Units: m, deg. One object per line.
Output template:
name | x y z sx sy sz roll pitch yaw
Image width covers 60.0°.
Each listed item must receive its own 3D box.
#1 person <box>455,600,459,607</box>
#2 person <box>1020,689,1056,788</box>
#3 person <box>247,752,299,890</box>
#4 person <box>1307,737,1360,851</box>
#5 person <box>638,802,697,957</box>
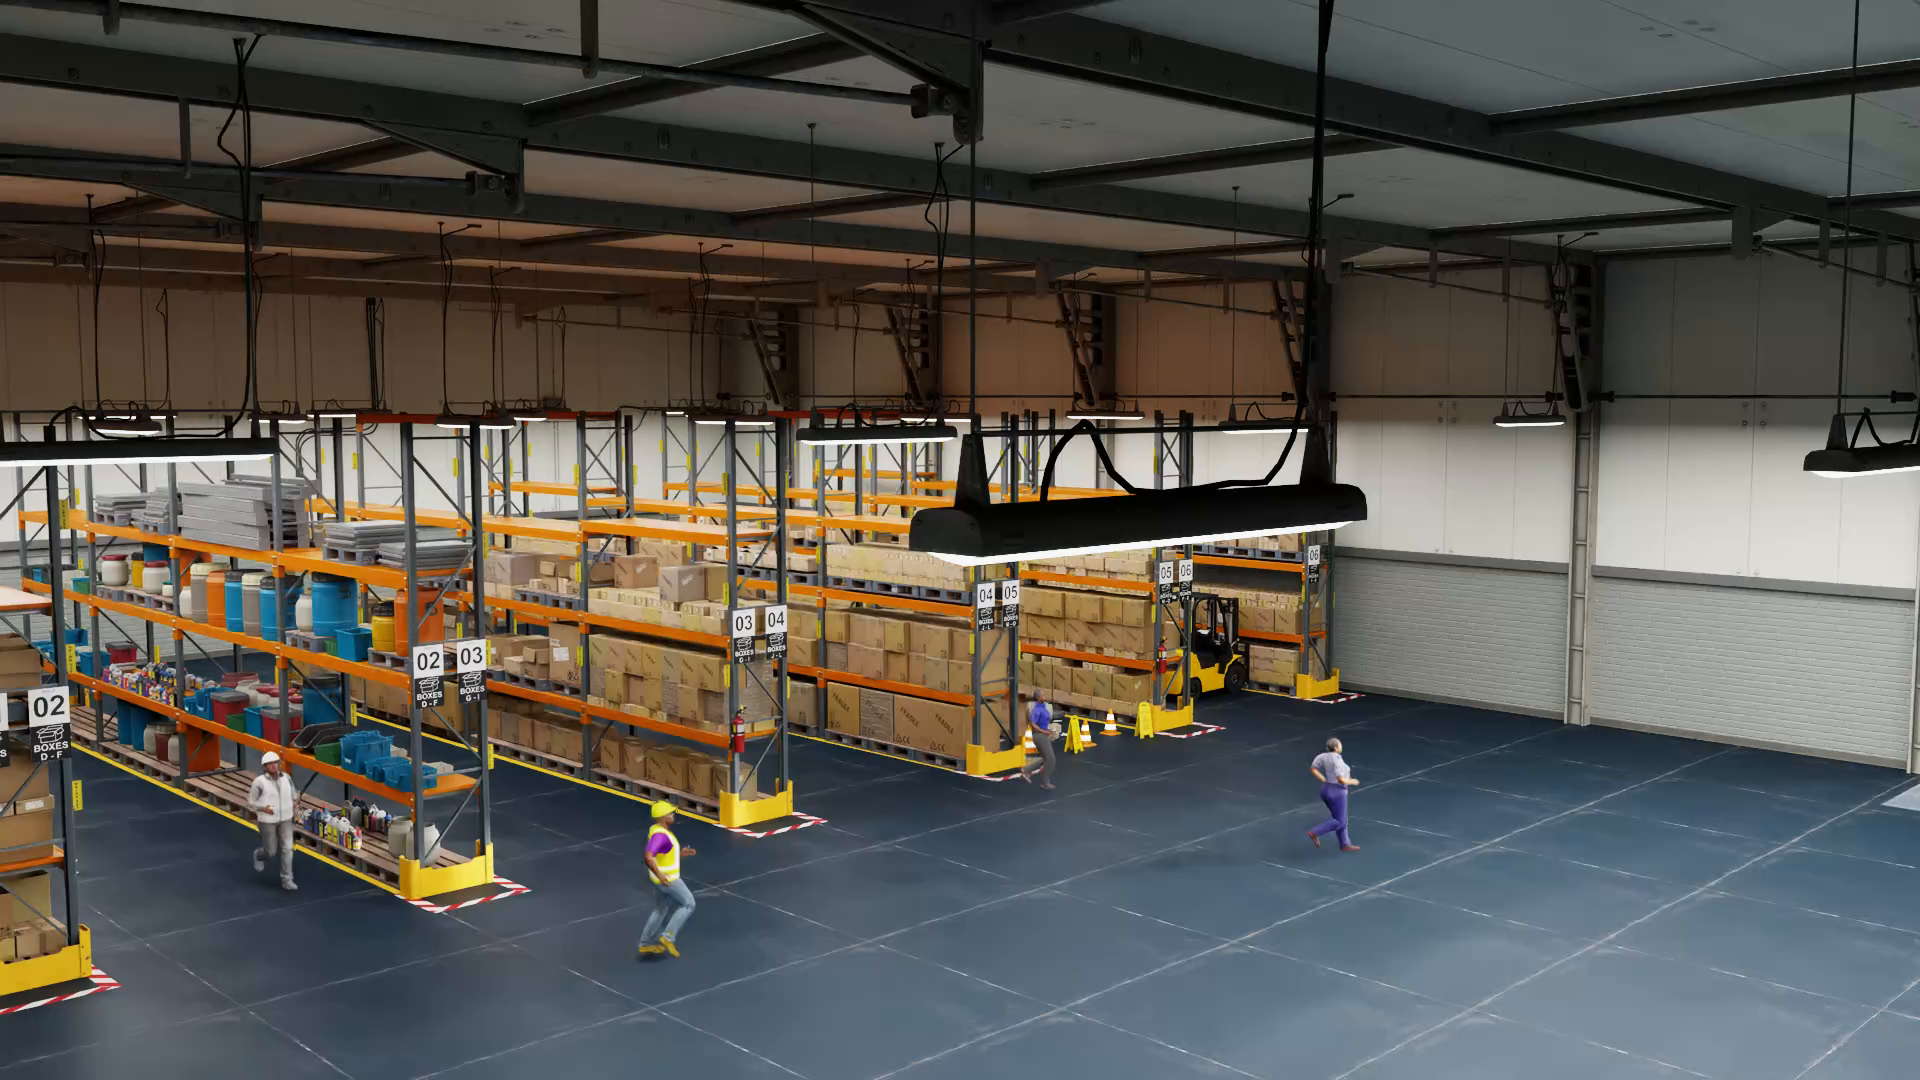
person | -11.819 2.121 39.228 0.606 1.654 0.592 1 5 11
person | 1.283 3.218 26.848 0.550 1.640 0.600 0 5 5
person | -8.805 3.595 21.433 0.676 1.741 0.930 -5 7 -44
person | 5.163 3.520 22.940 0.845 1.622 0.609 -2 5 -19
person | -3.295 3.822 18.766 0.697 1.765 0.676 -2 5 -23
